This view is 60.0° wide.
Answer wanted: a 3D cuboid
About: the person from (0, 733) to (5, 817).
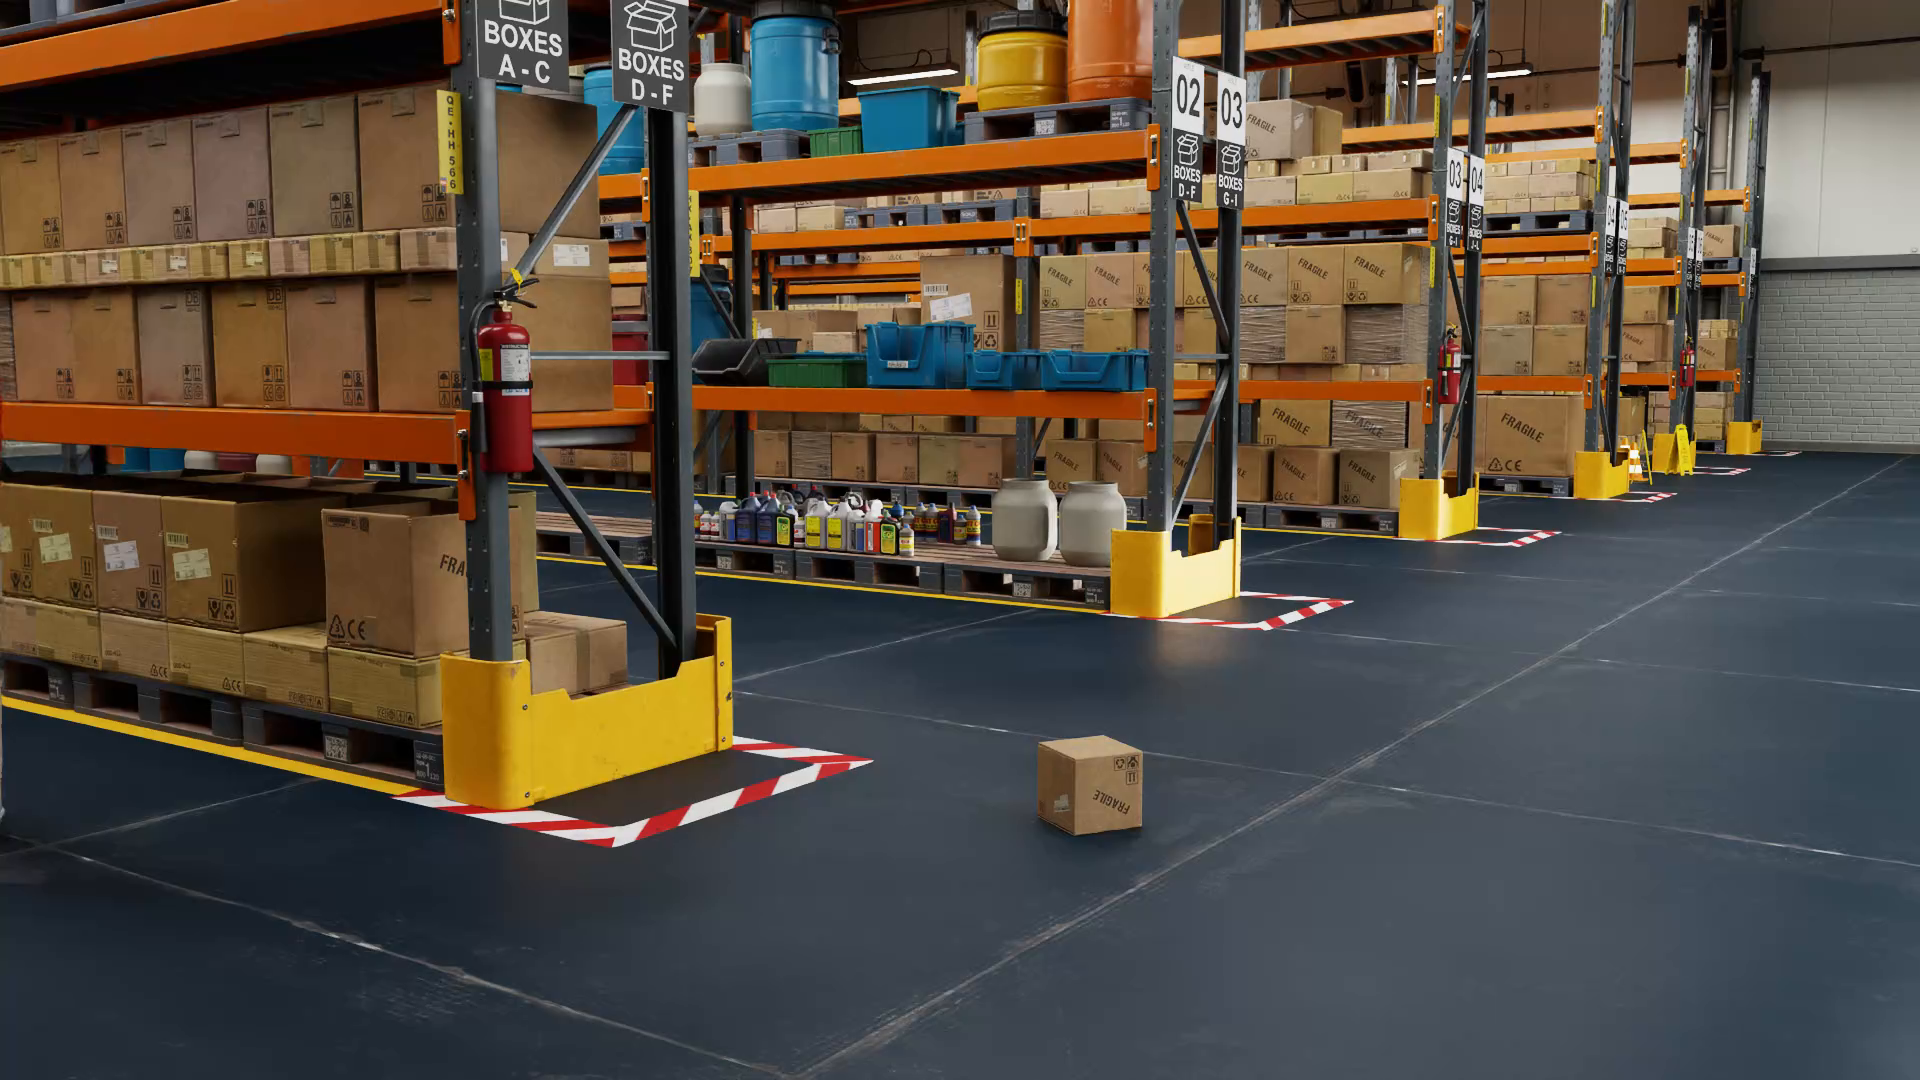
[{"bbox_3d":[-3.352,0.085,5.288,0.724,1.790,0.573,4,7,32],"label":"person"}]
